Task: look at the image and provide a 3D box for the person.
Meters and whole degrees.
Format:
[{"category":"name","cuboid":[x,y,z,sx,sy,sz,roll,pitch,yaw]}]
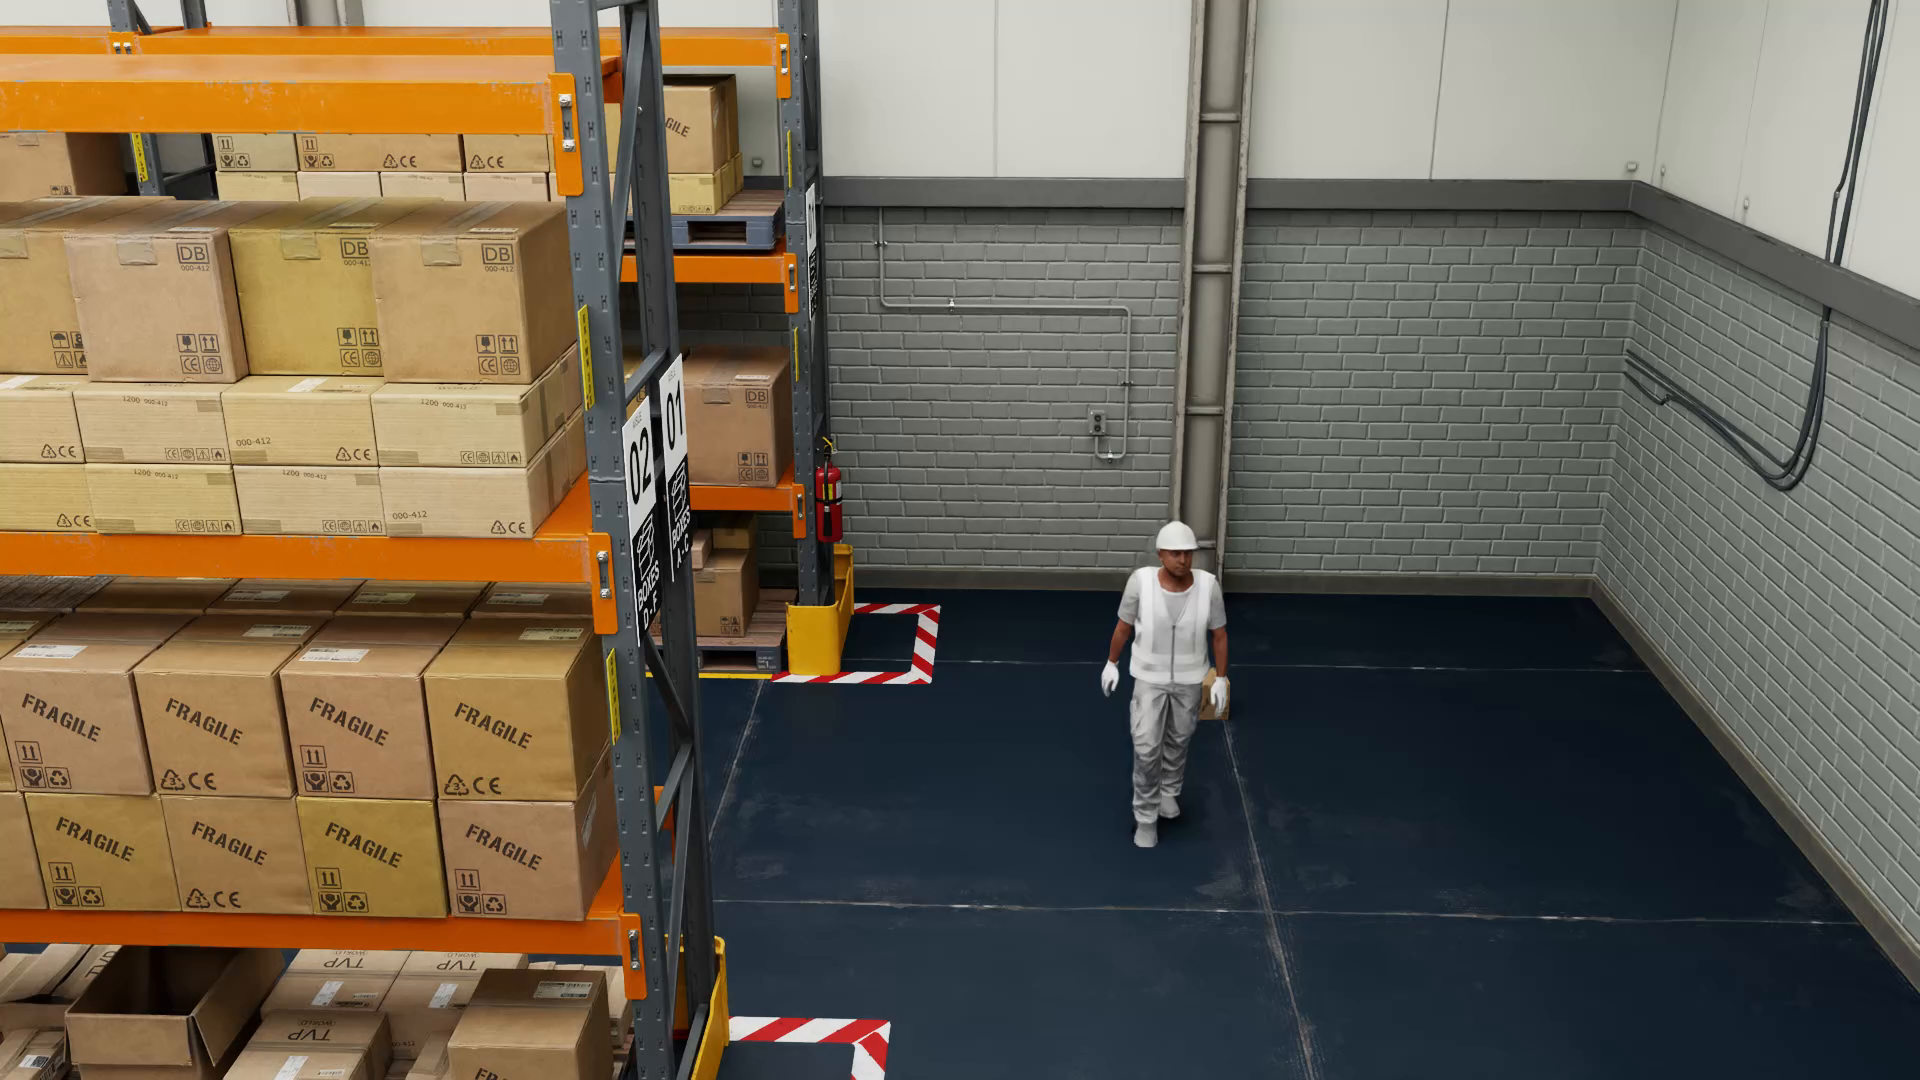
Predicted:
[{"category":"person","cuboid":[1.109,0.784,9.022,0.657,1.862,0.550,0,21,-1]}]
